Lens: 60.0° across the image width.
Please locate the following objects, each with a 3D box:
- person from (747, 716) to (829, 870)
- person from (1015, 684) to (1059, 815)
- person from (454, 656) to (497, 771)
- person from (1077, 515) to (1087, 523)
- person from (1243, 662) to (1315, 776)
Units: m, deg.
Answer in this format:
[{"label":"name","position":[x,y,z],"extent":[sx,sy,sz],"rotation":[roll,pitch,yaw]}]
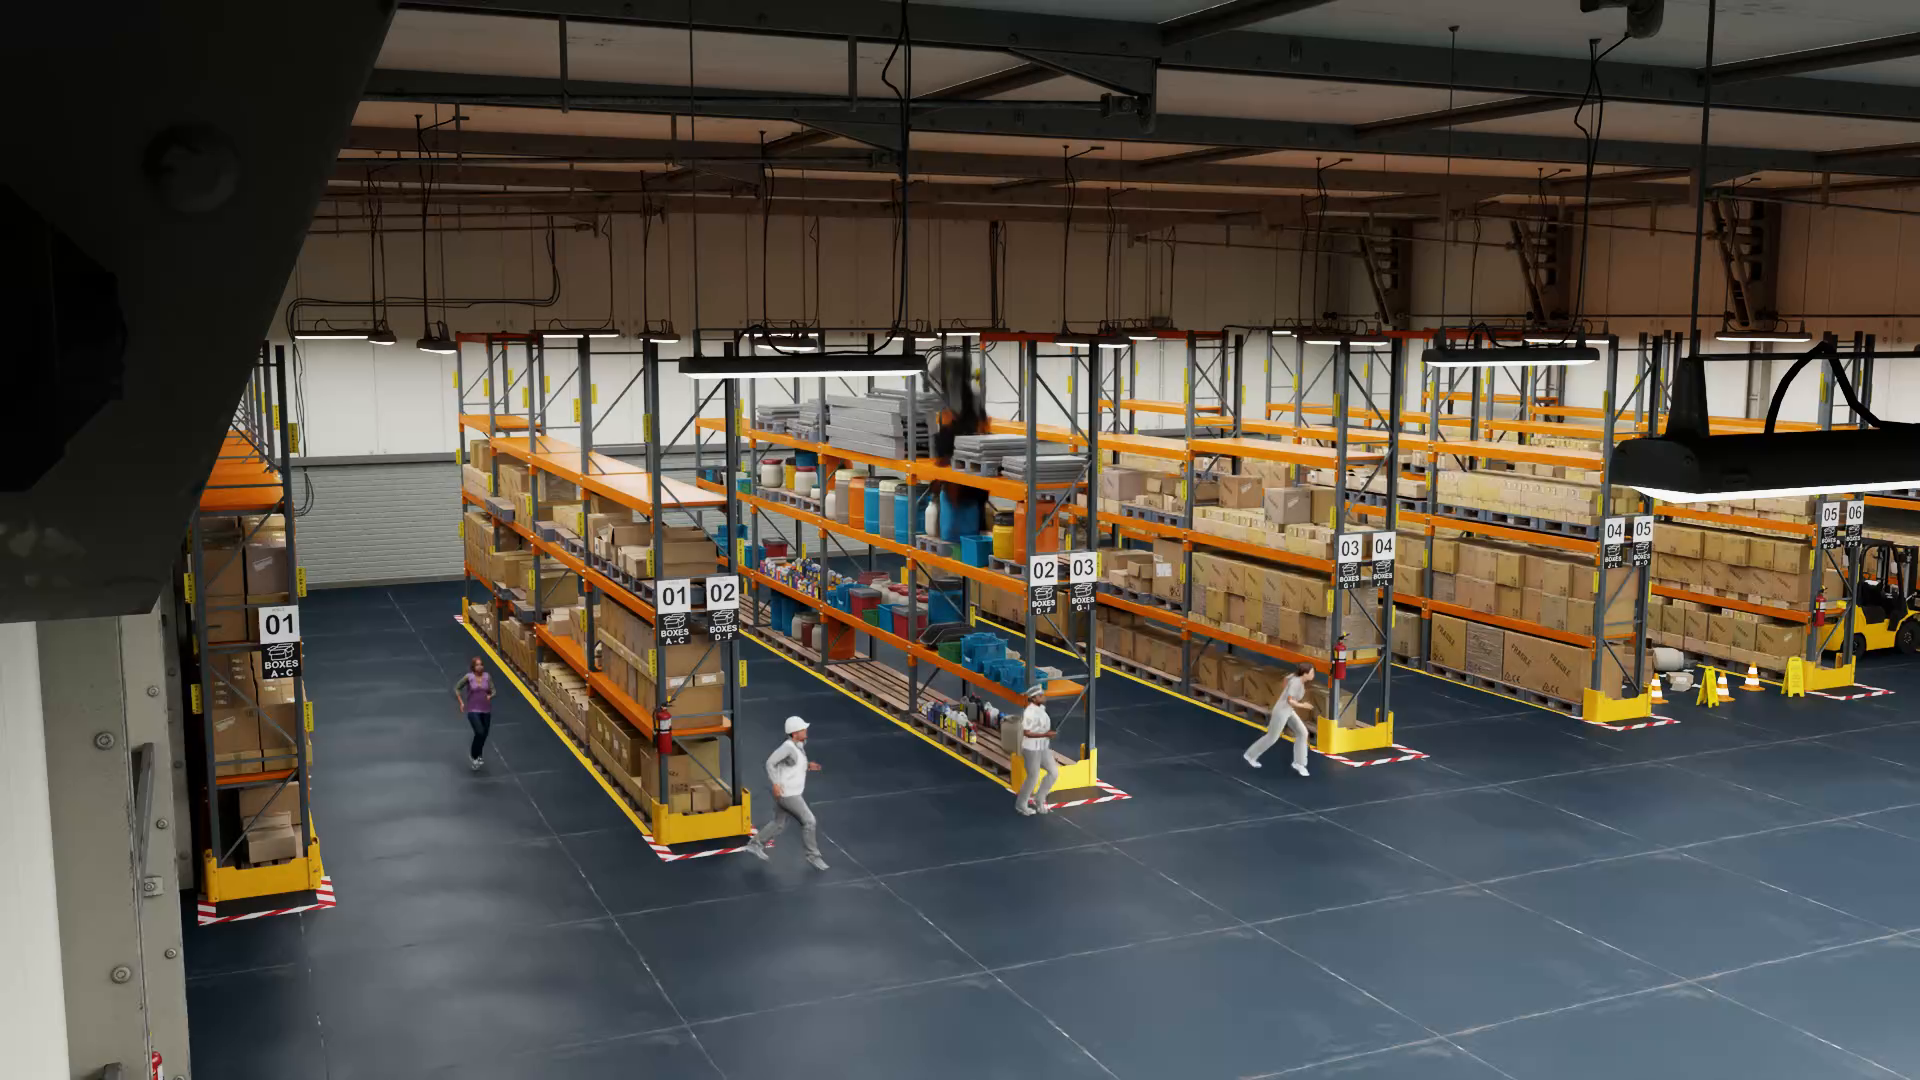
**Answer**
[{"label":"person","position":[-1.981,2.905,19.035],"extent":[0.952,1.812,0.678],"rotation":[0,8,1]},{"label":"person","position":[1.005,2.677,21.115],"extent":[0.610,1.738,0.579],"rotation":[4,9,29]},{"label":"person","position":[-6.722,2.418,23.213],"extent":[0.506,1.592,0.662],"rotation":[-6,10,-38]},{"label":"person","position":[3.121,-0.080,41.480],"extent":[0.768,1.725,0.705],"rotation":[-6,10,-39]},{"label":"person","position":[4.428,2.468,23.101],"extent":[0.957,1.625,0.606],"rotation":[3,8,18]}]
